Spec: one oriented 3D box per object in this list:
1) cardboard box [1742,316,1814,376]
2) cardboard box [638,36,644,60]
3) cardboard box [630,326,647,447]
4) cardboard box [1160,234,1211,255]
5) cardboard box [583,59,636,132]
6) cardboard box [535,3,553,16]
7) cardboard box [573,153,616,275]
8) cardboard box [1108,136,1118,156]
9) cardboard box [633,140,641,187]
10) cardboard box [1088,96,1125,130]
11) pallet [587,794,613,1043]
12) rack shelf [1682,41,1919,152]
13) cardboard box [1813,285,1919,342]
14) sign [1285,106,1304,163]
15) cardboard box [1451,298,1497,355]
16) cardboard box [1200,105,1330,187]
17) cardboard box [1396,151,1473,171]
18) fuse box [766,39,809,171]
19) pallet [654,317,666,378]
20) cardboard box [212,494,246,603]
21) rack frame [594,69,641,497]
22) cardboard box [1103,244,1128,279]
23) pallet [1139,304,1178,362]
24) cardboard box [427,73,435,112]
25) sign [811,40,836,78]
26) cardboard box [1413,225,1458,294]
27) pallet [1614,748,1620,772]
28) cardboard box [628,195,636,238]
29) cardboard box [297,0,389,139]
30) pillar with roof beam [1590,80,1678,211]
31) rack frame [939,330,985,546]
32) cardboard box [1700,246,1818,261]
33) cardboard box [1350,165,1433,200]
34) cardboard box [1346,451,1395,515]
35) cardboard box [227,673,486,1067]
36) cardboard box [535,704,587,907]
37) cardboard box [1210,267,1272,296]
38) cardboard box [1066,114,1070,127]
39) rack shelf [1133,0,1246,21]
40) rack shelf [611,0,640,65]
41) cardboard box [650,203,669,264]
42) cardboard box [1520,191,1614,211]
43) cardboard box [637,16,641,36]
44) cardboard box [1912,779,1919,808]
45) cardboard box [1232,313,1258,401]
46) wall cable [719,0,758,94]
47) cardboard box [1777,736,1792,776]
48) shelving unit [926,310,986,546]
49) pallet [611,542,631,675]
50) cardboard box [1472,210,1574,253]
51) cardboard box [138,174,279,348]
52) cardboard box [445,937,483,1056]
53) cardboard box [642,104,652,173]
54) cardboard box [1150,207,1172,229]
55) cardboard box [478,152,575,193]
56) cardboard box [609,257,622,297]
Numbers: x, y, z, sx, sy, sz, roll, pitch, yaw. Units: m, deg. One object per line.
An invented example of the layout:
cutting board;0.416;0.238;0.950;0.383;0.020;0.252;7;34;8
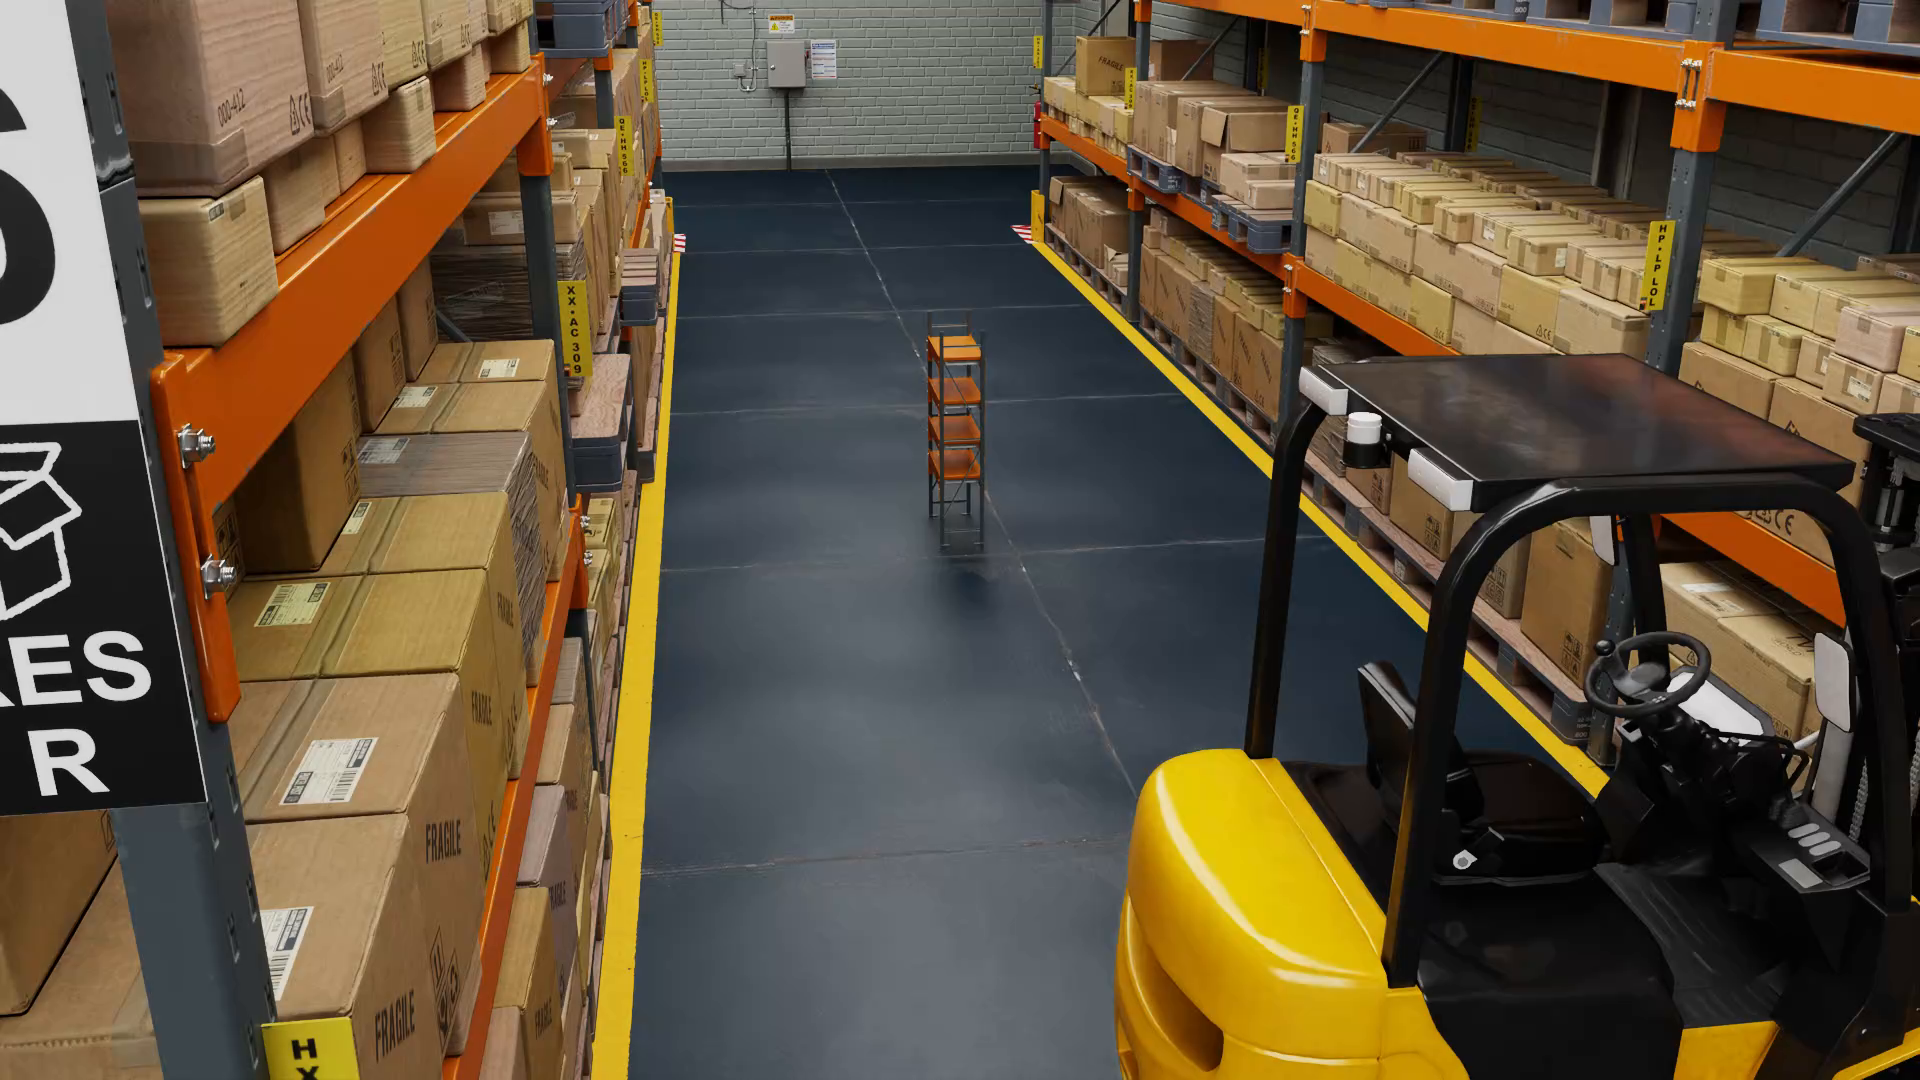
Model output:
cardboard box;2.904;-0.662;5.632;0.380;0.149;0.250;-2;21;-6
cardboard box;-2.881;-3.910;13.827;0.500;0.500;0.500;-3;21;-8
cardboard box;-2.426;-1.103;10.318;0.875;0.875;0.875;-3;21;-8
cardboard box;1.831;-2.394;13.385;0.380;0.149;0.250;-3;21;-9
cardboard box;-2.537;-3.061;11.552;0.500;0.500;0.500;-2;21;-6
cardboard box;-2.160;-2.585;7.415;0.797;0.503;0.637;-3;21;-8
cardboard box;-1.909;-1.544;7.896;0.500;0.500;0.500;-4;21;-11
cardboard box;1.510;-3.452;14.531;0.380;0.149;0.250;-2;21;-6
cardboard box;-2.430;-2.538;11.225;0.500;0.250;0.500;-3;21;-7
cardboard box;1.466;-3.874;15.090;0.500;0.250;0.500;-3;21;-8
pallet;-1.700;1.264;5.530;1.003;0.211;1.213;-3;21;-8
rack shelf;3.368;-0.900;4.081;1.077;0.370;4.000;-3;21;-8
cardboard box;3.004;-0.716;5.350;0.380;0.149;0.250;-3;21;-9
sign;1.967;-2.384;9.771;0.100;0.325;0.005;-3;21;-8
cardboard box;2.629;-0.963;7.722;0.500;0.250;0.500;-3;21;-7
cardboard box;2.084;-2.710;11.438;0.797;0.503;0.637;-3;21;-9
cardboard box;2.750;-2.158;9.637;0.380;0.149;0.250;-2;21;-6
fuse box;-2.298;-5.831;22.382;0.539;1.711;0.414;-3;21;-8
pallet;-2.799;-1.473;12.859;1.003;0.211;1.213;-3;21;-8
cardboard box;-1.786;-0.055;3.081;0.700;0.500;0.500;-3;21;-8
rack frame;-2.409;-1.658;9.368;1.000;3.000;0.127;-3;21;-8
cardboard box;1.504;-2.512;14.962;0.396;0.266;0.258;-2;21;-6
pallet;2.081;-1.708;13.489;1.003;0.211;1.213;-3;21;-8
cardboard box;-1.397;-1.016;3.720;0.380;0.149;0.250;-2;21;-7
sign;-1.839;-6.486;22.432;0.329;0.494;0.001;-3;21;-8
cardboard box;2.552;-1.376;8.114;0.500;0.250;0.500;-3;21;-7
pallet;3.153;1.059;6.079;1.003;0.211;1.213;-3;21;-8
cardboard box;-2.392;-2.129;10.843;0.500;0.250;0.500;-2;21;-6
cardboard box;-1.127;-0.725;2.372;0.500;0.250;0.500;-3;21;-9
pillar with roof beam;-0.677;-4.097;7.324;9.100;9.000;0.400;-3;21;-8
rack frame;0.011;-0.535;8.933;0.240;1.200;0.015;-3;21;-8
cardboard box;3.254;-1.103;6.813;0.380;0.149;0.250;-4;21;-10
cardboard box;2.359;-1.955;9.093;0.380;0.149;0.250;-2;21;-6
cardboard box;2.681;-0.551;9.199;0.875;0.625;0.625;-2;21;-6
cardboard box;-1.127;0.569;2.839;0.500;0.500;0.500;-2;21;-6
cardboard box;-1.406;0.834;4.953;0.500;0.500;0.500;-3;21;-7
cardboard box;2.018;-1.858;11.949;0.380;0.149;0.250;-4;21;-10
cardboard box;1.256;-4.169;16.449;0.380;0.149;0.250;-2;21;-6
rack shelf;1.638;-5.055;15.205;1.077;0.370;4.000;-3;21;-8
rack shelf;-2.697;-3.419;10.823;1.077;0.370;4.000;-3;21;-8
cardboard box;-3.227;-2.884;15.713;0.875;0.438;0.875;-2;21;-6
cardboard box;2.990;-1.627;8.216;0.380;0.149;0.250;-2;21;-6
cardboard box;-2.890;-4.341;14.053;0.380;0.149;0.250;-4;21;-9
cardboard box;3.053;0.813;4.653;0.500;0.250;0.500;-3;21;-9
cardboard box;2.167;-1.245;11.234;0.500;0.500;0.500;-3;21;-9
wall cable;-2.996;-6.930;22.033;0.588;1.984;0.122;-3;21;-8
cardboard box;2.918;0.690;5.697;0.500;0.250;0.500;-3;21;-8
shelving unit;-0.024;-0.619;9.160;0.258;1.200;0.503;-3;21;-8
pallet;-2.125;0.341;8.003;1.003;0.211;1.213;-3;21;-8
cardboard box;2.597;-1.423;7.670;0.380;0.149;0.250;-3;21;-7
cardboard box;-0.982;-0.307;1.822;0.380;0.149;0.250;-3;21;-8
cardboard box;-1.099;0.829;3.069;0.380;0.149;0.250;-3;21;-7
cardboard box;-2.794;-3.265;13.529;0.500;0.500;0.500;-2;21;-6
cardboard box;1.775;-2.629;13.588;0.380;0.149;0.250;-3;21;-9
cardboard box;-1.808;-1.511;6.880;0.380;0.149;0.250;-2;21;-5
cardboard box;-1.856;-1.279;8.112;0.380;0.149;0.250;-3;21;-7
